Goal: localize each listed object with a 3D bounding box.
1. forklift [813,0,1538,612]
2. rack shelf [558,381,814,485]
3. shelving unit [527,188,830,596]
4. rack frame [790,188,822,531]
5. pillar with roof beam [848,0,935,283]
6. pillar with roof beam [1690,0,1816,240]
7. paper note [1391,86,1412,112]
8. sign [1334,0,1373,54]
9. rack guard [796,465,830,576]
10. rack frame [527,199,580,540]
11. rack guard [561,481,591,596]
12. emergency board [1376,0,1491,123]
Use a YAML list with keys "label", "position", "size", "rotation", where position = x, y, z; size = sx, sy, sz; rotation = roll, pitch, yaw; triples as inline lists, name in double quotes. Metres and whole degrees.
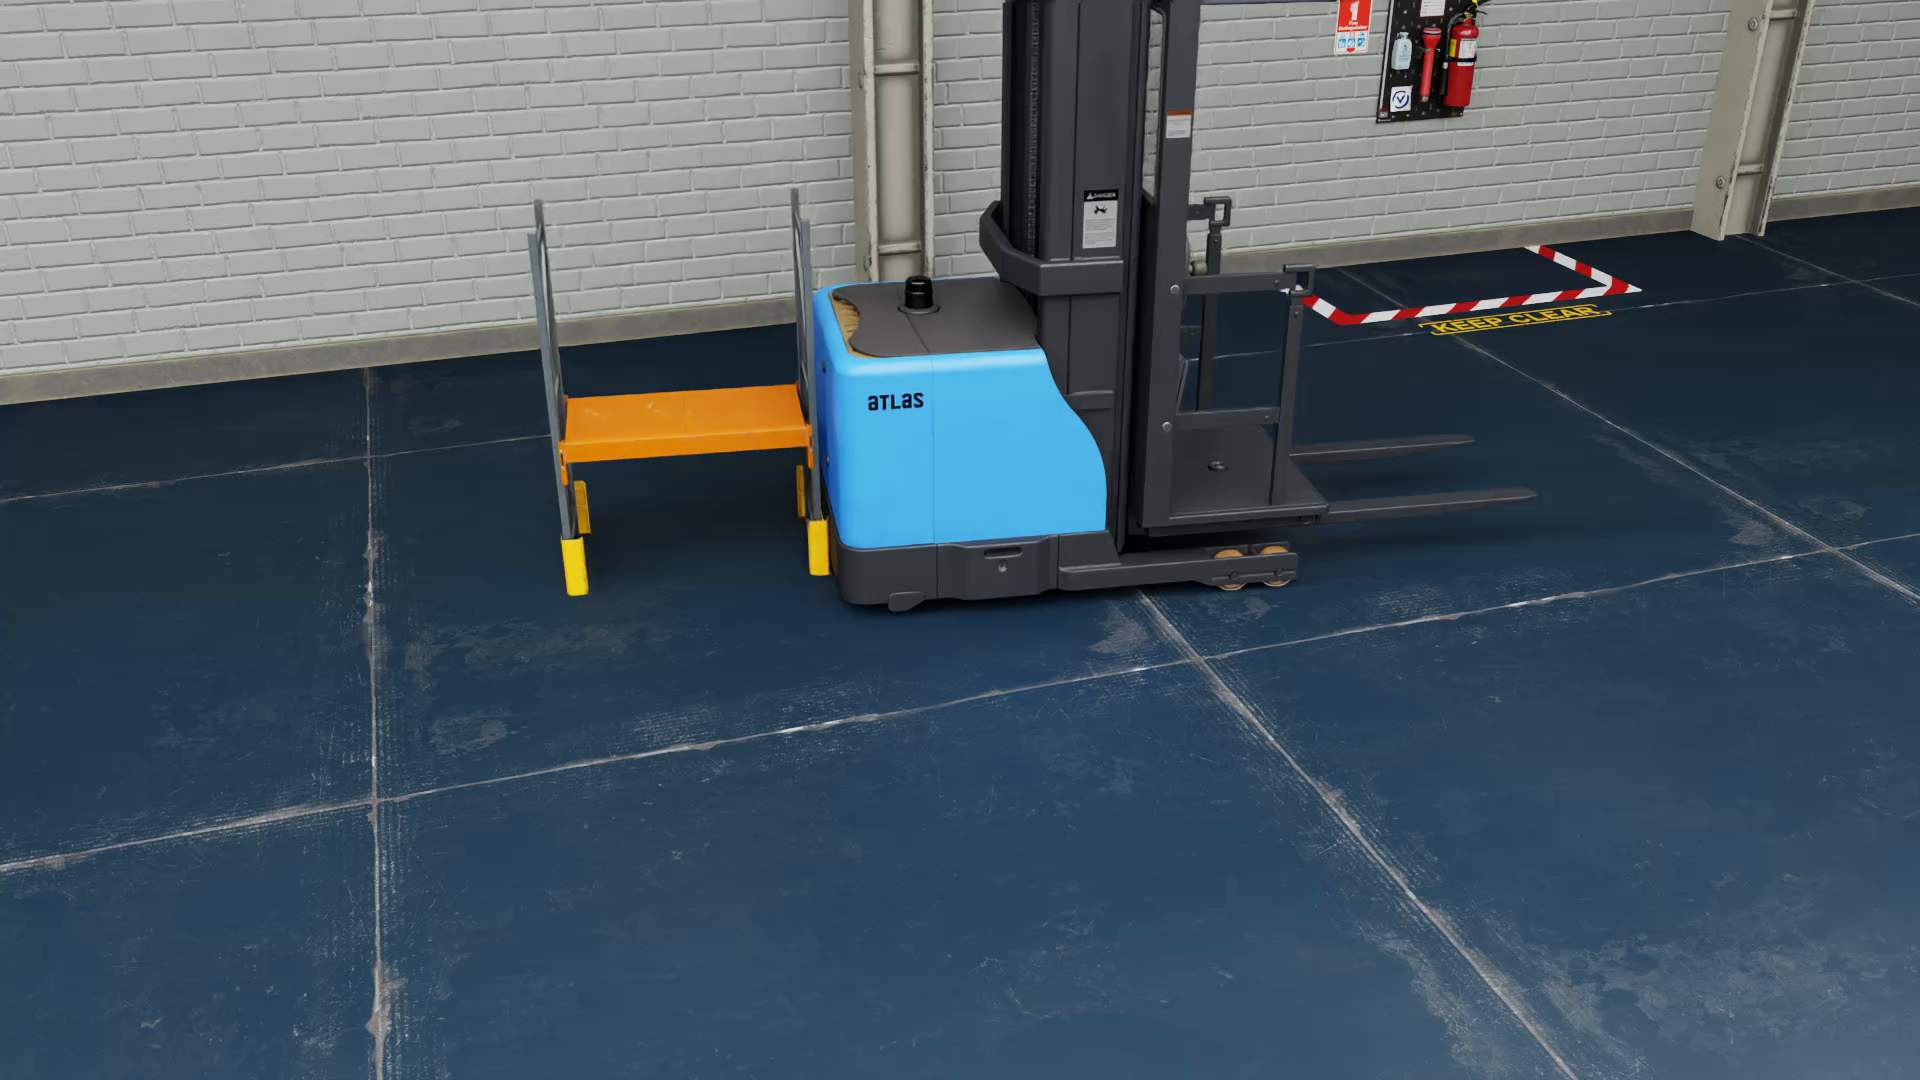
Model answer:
- label: "forklift"
  position: [0.935, -1.331, 6.635]
  size: [3.031, 2.935, 1.130]
  rotation: [-5, 27, -9]
- label: "rack shelf"
  position: [-1.132, -0.451, 6.876]
  size: [1.000, 0.185, 0.538]
  rotation: [-5, 27, -9]
- label: "shelving unit"
  position: [-1.123, -0.612, 6.797]
  size: [1.083, 1.500, 0.587]
  rotation: [-5, 27, -9]
- label: "rack frame"
  position: [-0.632, -0.651, 6.876]
  size: [0.032, 1.500, 0.500]
  rotation: [-5, 27, -9]
- label: "pillar with roof beam"
  position: [0.953, -3.527, 4.234]
  size: [0.400, 9.000, 9.100]
  rotation: [-8, 28, -16]
- label: "pillar with roof beam"
  position: [6.658, -4.353, 5.898]
  size: [0.400, 9.000, 9.100]
  rotation: [-8, 28, -16]
- label: "paper note"
  position: [2.773, -2.772, 10.451]
  size: [0.142, 0.148, 0.016]
  rotation: [-8, 28, -16]
- label: "sign"
  position: [2.405, -3.145, 10.172]
  size: [0.234, 0.329, 0.001]
  rotation: [-8, 28, -16]
- label: "rack guard"
  position: [-0.633, -0.092, 7.153]
  size: [0.087, 0.250, 0.587]
  rotation: [-5, 27, -9]
- label: "rack frame"
  position: [-1.633, -0.572, 6.716]
  size: [0.032, 1.500, 0.500]
  rotation: [-5, 27, -9]
- label: "rack guard"
  position: [-1.613, -0.014, 6.997]
  size: [0.087, 0.250, 0.587]
  rotation: [-5, 27, -9]
- label: "emergency board"
  position: [2.963, -3.162, 10.246]
  size: [0.643, 1.169, 0.194]
  rotation: [-8, 28, -16]
